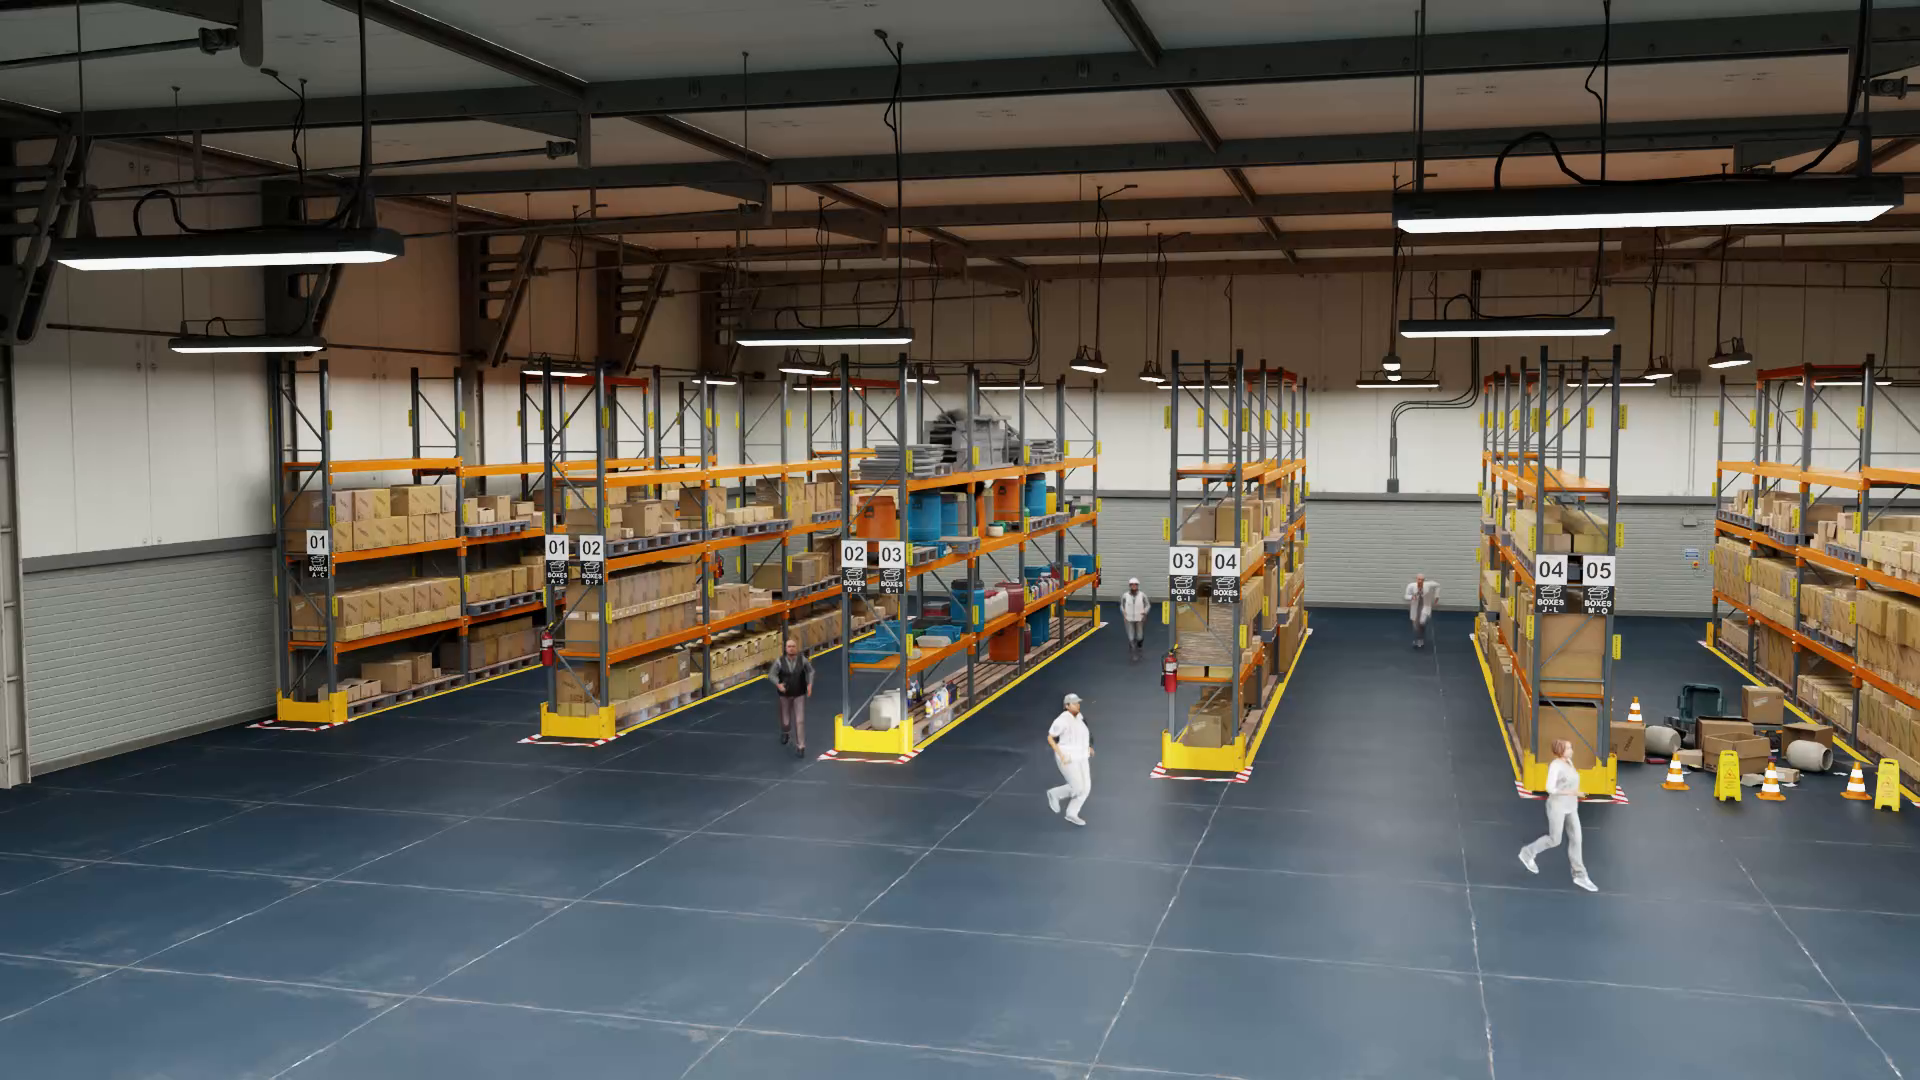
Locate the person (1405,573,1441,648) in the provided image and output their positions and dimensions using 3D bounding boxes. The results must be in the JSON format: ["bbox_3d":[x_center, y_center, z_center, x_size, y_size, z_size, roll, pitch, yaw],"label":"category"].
[{"bbox_3d":[10.168,1.548,36.569,0.740,1.673,1.027,2,4,20],"label":"person"}]

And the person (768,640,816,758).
[{"bbox_3d":[-2.522,2.363,25.012,0.714,1.732,0.834,-1,4,-8],"label":"person"}]

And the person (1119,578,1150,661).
[{"bbox_3d":[3.622,1.653,34.532,0.636,1.725,0.576,1,4,10],"label":"person"}]

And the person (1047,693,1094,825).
[{"bbox_3d":[1.405,2.719,20.681,0.497,1.628,0.615,4,6,44],"label":"person"}]

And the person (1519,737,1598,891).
[{"bbox_3d":[6.434,2.906,17.848,0.540,1.597,0.879,-4,5,-40],"label":"person"}]
